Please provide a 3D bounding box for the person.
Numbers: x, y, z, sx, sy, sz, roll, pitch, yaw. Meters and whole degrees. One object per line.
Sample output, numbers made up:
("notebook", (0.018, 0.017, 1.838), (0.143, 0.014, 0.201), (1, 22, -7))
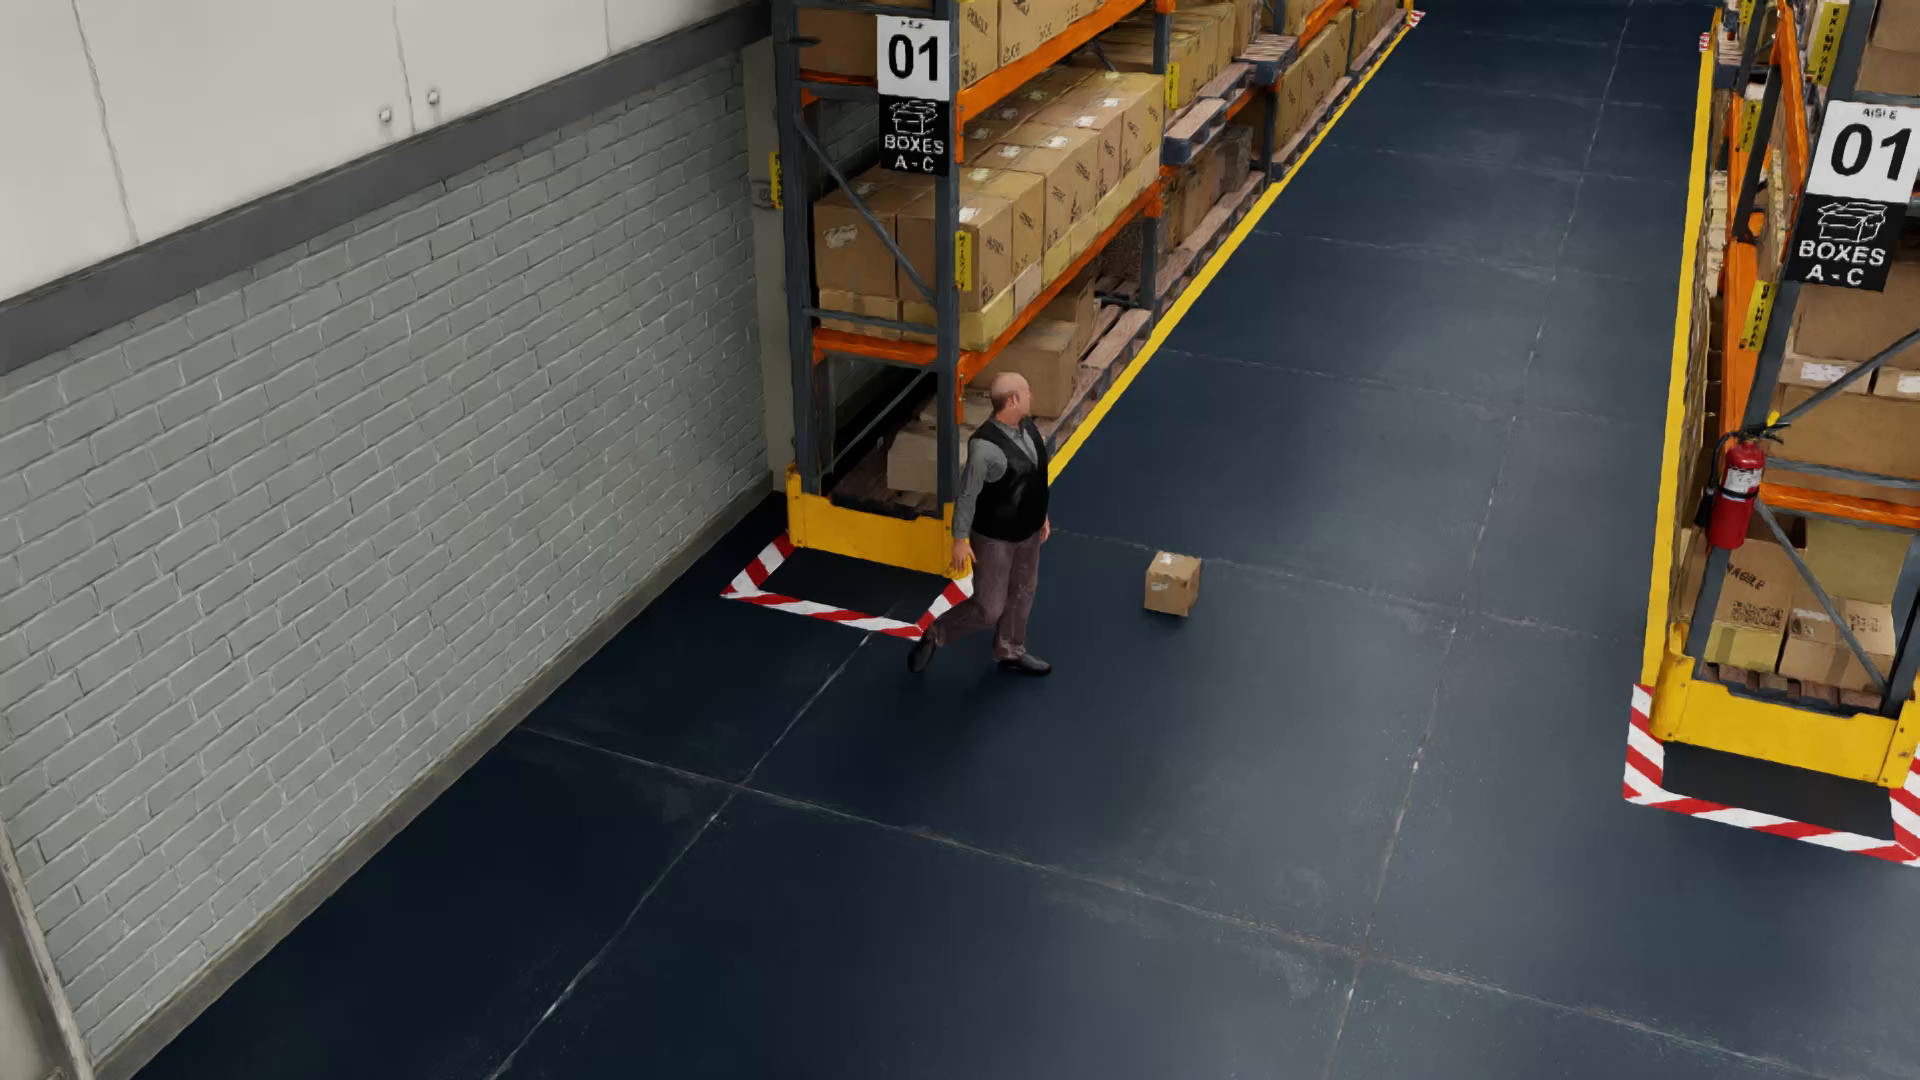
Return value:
("person", (0.129, -0.041, 8.503), (0.612, 1.721, 0.722), (18, 34, 29))
